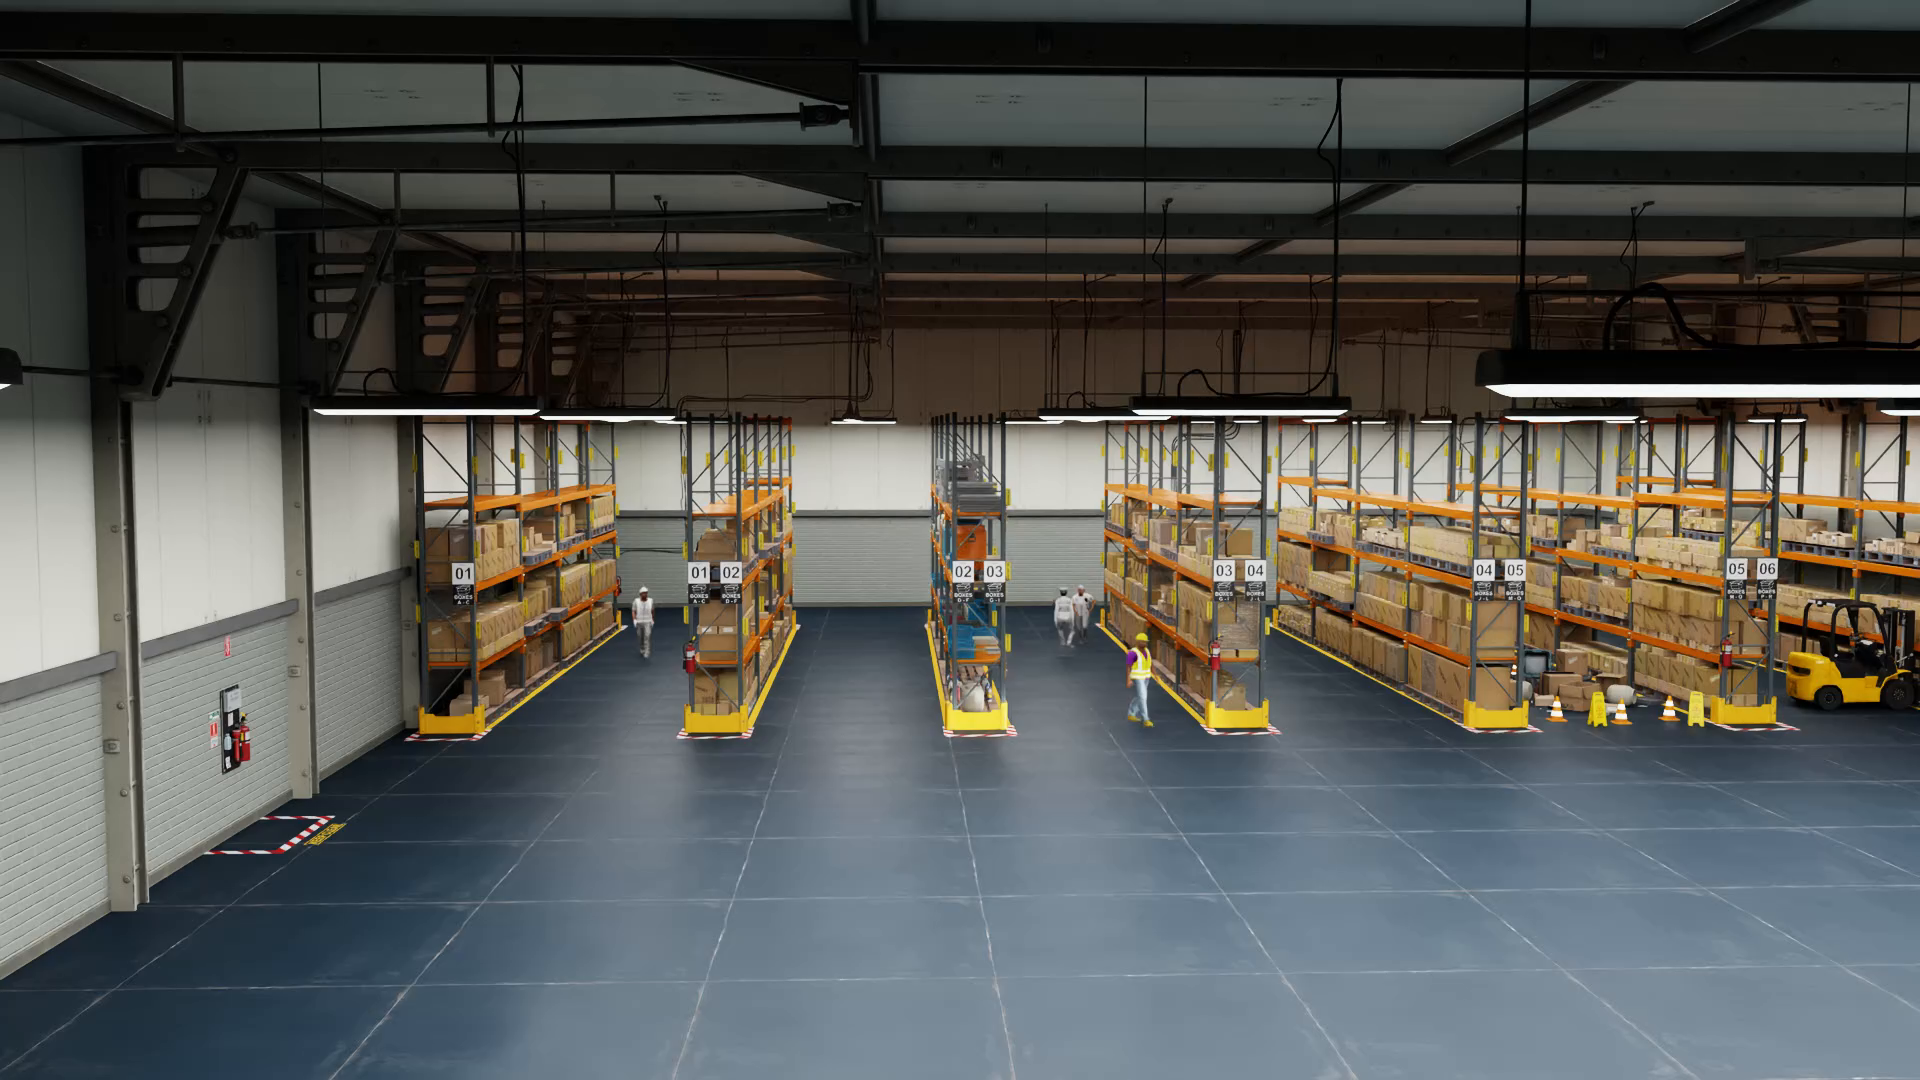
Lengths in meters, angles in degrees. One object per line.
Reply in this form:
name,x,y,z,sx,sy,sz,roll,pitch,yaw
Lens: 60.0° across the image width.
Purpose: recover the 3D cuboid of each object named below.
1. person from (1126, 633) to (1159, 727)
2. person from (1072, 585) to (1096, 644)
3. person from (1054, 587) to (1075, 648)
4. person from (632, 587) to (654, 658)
person,3.525,2.661,31.940,0.883,1.727,0.588,4,5,43
person,3.238,1.961,43.700,0.650,1.581,0.749,1,4,9
person,2.598,1.923,41.361,0.522,1.513,0.636,0,4,2
person,-7.876,2.041,41.283,0.529,1.727,1.094,0,4,-5
